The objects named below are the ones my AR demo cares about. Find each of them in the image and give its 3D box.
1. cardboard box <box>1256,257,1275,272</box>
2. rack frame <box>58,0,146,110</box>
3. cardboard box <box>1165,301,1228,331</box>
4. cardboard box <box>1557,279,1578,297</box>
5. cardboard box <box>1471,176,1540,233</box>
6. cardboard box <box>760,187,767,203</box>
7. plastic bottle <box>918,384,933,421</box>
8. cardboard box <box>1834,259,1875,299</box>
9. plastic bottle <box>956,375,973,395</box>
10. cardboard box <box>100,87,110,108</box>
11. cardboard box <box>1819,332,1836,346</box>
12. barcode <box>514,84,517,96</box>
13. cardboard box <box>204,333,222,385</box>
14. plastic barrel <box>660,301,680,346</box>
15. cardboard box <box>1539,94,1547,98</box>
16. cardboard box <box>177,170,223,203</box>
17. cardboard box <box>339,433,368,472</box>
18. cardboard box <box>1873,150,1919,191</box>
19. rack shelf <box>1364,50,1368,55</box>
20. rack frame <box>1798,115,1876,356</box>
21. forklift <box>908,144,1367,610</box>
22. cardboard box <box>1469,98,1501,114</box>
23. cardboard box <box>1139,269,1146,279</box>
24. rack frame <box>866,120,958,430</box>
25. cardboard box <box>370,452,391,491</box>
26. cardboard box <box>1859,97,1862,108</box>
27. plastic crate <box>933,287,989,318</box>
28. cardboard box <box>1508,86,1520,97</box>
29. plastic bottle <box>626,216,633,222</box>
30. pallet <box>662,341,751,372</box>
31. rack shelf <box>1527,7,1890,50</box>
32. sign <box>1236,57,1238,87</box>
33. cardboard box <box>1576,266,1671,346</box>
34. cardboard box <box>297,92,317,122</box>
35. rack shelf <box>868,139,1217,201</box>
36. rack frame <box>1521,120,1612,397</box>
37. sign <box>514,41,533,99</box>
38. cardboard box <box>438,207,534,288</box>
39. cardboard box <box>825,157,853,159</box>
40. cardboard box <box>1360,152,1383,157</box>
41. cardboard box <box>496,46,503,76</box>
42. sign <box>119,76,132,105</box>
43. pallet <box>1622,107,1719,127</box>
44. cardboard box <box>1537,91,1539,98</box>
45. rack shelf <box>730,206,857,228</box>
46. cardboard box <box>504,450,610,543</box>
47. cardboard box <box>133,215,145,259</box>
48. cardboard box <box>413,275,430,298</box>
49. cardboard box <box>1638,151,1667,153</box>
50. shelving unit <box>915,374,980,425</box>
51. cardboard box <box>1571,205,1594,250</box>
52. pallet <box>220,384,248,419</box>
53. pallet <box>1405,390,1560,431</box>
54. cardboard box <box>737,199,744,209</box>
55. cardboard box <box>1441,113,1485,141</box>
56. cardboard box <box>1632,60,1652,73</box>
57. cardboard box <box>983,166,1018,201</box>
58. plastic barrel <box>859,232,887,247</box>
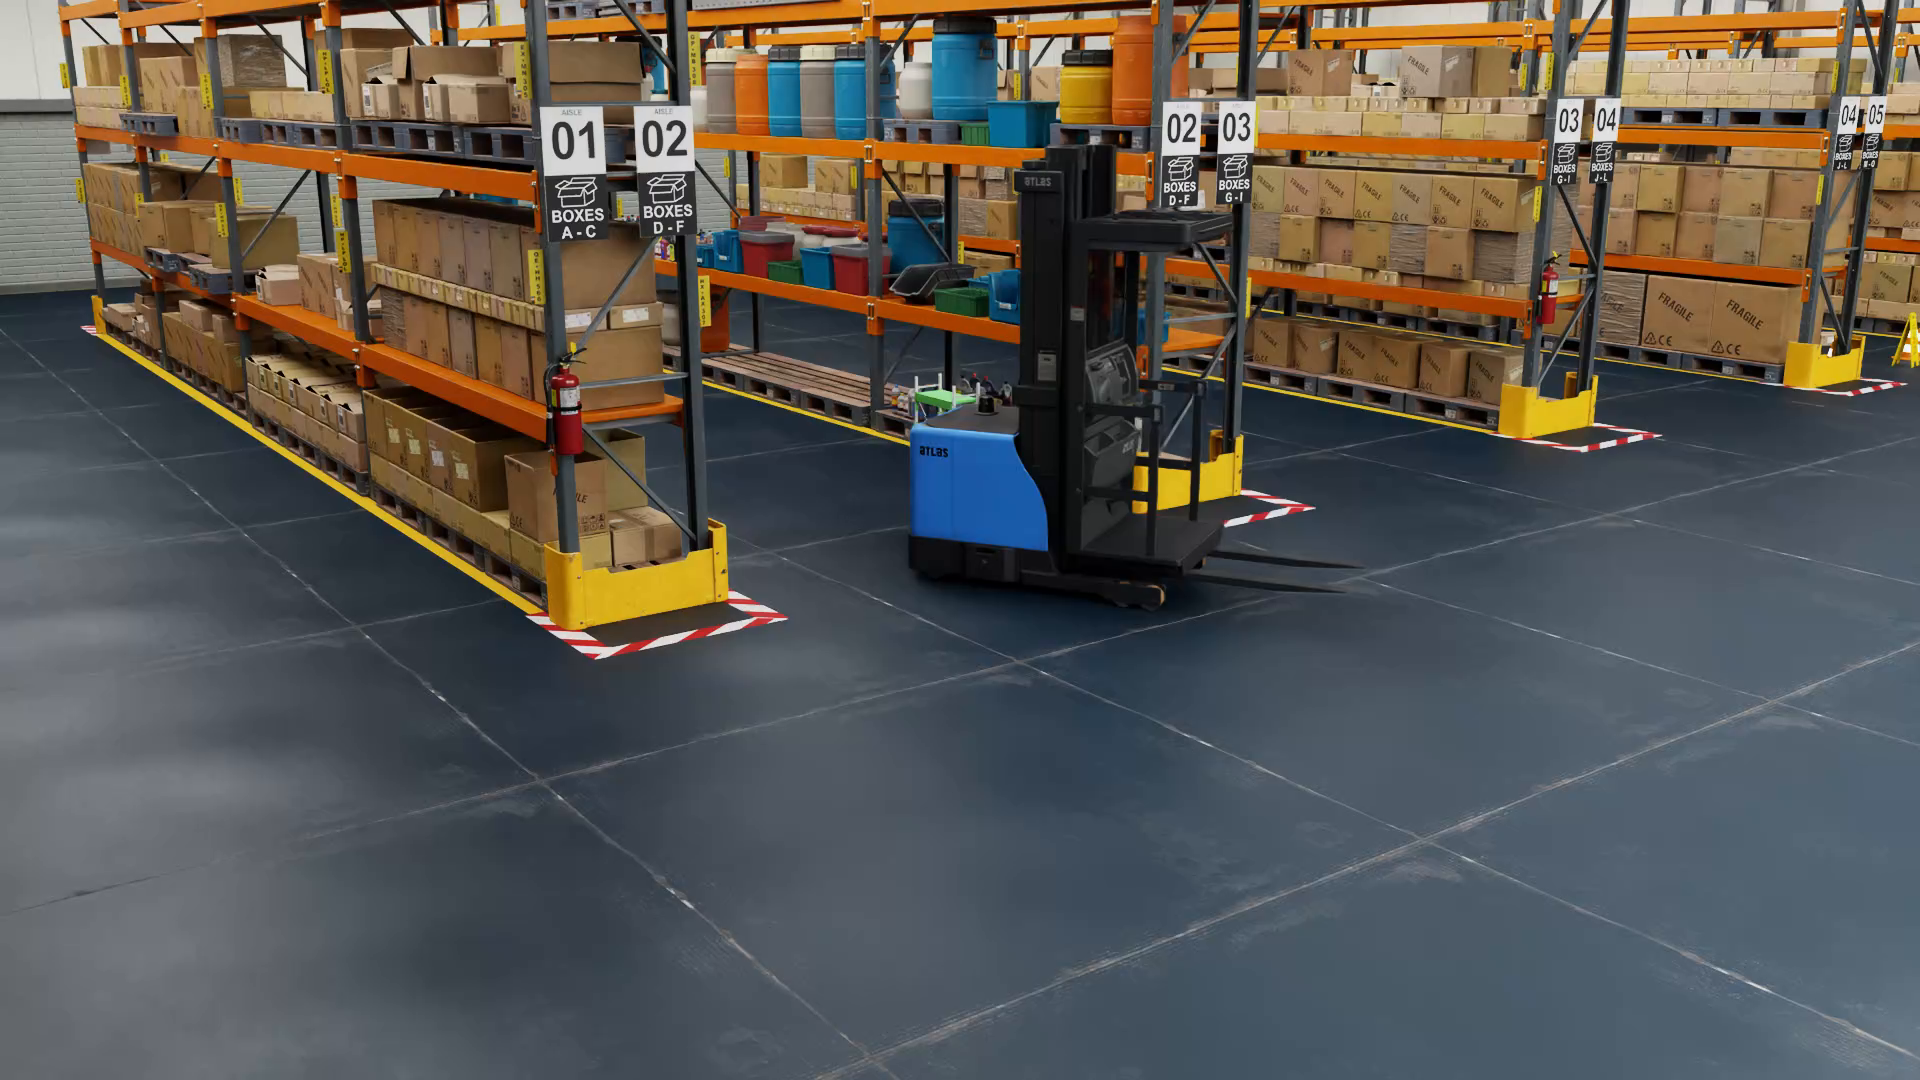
[{"bbox_3d":[3.571,-3.123,18.782,0.380,0.149,0.250,-11,19,-35],"label":"cardboard box"},{"bbox_3d":[-11.520,-7.312,22.244,1.000,3.000,0.127,-11,19,-35],"label":"rack frame"},{"bbox_3d":[2.943,-2.638,20.435,0.700,0.500,0.500,-11,19,-35],"label":"cardboard box"},{"bbox_3d":[5.929,-2.515,16.559,0.380,0.149,0.250,-11,19,-35],"label":"cardboard box"},{"bbox_3d":[5.380,-3.291,16.273,0.500,0.500,0.500,-11,19,-35],"label":"cardboard box"},{"bbox_3d":[-3.130,-5.772,27.703,0.500,0.250,0.500,-11,19,-35],"label":"cardboard box"},{"bbox_3d":[-0.316,-1.322,15.907,0.144,0.351,0.185,-10,18,-33],"label":"plastic bottle"},{"bbox_3d":[12.637,-3.665,23.277,0.500,0.500,0.500,-11,19,-36],"label":"cardboard box"},{"bbox_3d":[0.040,-1.443,16.351,0.144,0.351,0.185,-11,19,-35],"label":"plastic bottle"},{"bbox_3d":[-10.257,-5.456,20.482,0.500,0.250,0.500,-11,19,-35],"label":"cardboard box"},{"bbox_3d":[11.515,-2.668,22.041,0.380,0.149,0.250,-2,15,-6],"label":"cardboard box"},{"bbox_3d":[-2.680,-2.718,10.043,0.001,0.075,0.075,-11,19,-35],"label":"barcode"},{"bbox_3d":[-7.860,-1.990,18.067,0.500,0.500,0.500,-12,19,-37],"label":"cardboard box"},{"bbox_3d":[-3.513,-2.689,20.636,0.421,0.512,0.421,0,15,0],"label":"plastic barrel"},{"bbox_3d":[7.562,-5.587,21.115,0.380,0.149,0.250,-11,19,-35],"label":"cardboard box"},{"bbox_3d":[-9.217,-4.239,20.298,0.500,0.500,0.500,-10,18,-33],"label":"cardboard box"},{"bbox_3d":[-4.942,-0.776,14.141,0.500,0.250,0.500,-11,19,-35],"label":"cardboard box"},{"bbox_3d":[12.768,-5.028,22.618,0.700,0.500,0.500,-11,19,-35],"label":"cardboard box"},{"bbox_3d":[9.700,-10.382,34.833,1.077,0.370,4.000,-11,19,-35],"label":"rack shelf"},{"bbox_3d":[9.975,-3.287,18.903,1.000,3.000,0.127,-11,19,-35],"label":"rack frame"},{"bbox_3d":[1.203,-1.113,11.089,3.031,2.935,1.130,7,17,23],"label":"forklift"},{"bbox_3d":[5.180,-4.231,16.200,0.380,0.149,0.250,-12,19,-37],"label":"cardboard box"},{"bbox_3d":[3.139,-4.647,27.812,0.500,0.500,0.500,-10,18,-32],"label":"cardboard box"},{"bbox_3d":[-0.455,-2.624,16.480,1.000,3.000,0.127,-11,19,-35],"label":"rack frame"},{"bbox_3d":[-4.436,-0.586,13.448,0.500,0.250,0.500,-11,19,-35],"label":"cardboard box"},{"bbox_3d":[10.032,-4.986,18.920,0.380,0.149,0.250,-11,19,-34],"label":"cardboard box"},{"bbox_3d":[0.115,-2.188,15.289,0.450,0.188,0.662,-11,19,-35],"label":"plastic crate"},{"bbox_3d":[7.078,-5.892,22.039,0.500,0.250,0.500,-11,19,-34],"label":"cardboard box"},{"bbox_3d":[-4.362,-4.101,21.971,0.144,0.351,0.185,-11,19,-35],"label":"plastic bottle"},{"bbox_3d":[-3.304,-2.295,20.561,1.003,0.211,1.213,-11,19,-35],"label":"pallet"},{"bbox_3d":[8.799,-6.067,19.819,1.077,0.370,4.000,-11,19,-35],"label":"rack shelf"},{"bbox_3d":[3.105,-5.192,18.455,0.100,0.325,0.005,-11,19,-35],"label":"sign"},{"bbox_3d":[8.469,-2.982,21.017,0.875,0.875,0.875,-11,19,-34],"label":"cardboard box"},{"bbox_3d":[-5.539,-3.850,14.769,0.500,0.250,0.500,-13,20,-39],"label":"cardboard box"},{"bbox_3d":[0.721,-3.296,14.619,1.077,0.370,4.000,-11,19,-35],"label":"rack shelf"},{"bbox_3d":[5.903,-2.538,16.168,1.000,3.000,0.127,-11,19,-35],"label":"rack frame"},{"bbox_3d":[-2.559,-2.756,9.754,0.100,0.325,0.005,-11,19,-35],"label":"sign"},{"bbox_3d":[-3.313,-2.114,11.972,0.700,0.500,0.500,-11,19,-34],"label":"cardboard box"},{"bbox_3d":[-1.820,-5.892,26.723,0.500,0.500,0.500,-12,19,-36],"label":"cardboard box"},{"bbox_3d":[7.504,-6.819,29.725,0.500,0.500,0.500,-11,19,-36],"label":"cardboard box"},{"bbox_3d":[-2.867,-3.164,11.521,0.500,0.500,0.500,-11,19,-35],"label":"cardboard box"},{"bbox_3d":[-9.602,-5.174,19.138,0.100,0.325,0.005,-11,19,-35],"label":"sign"},{"bbox_3d":[8.809,-5.108,20.044,1.003,0.211,1.213,-11,19,-35],"label":"pallet"},{"bbox_3d":[11.333,-8.643,32.283,0.380,0.149,0.250,-11,19,-35],"label":"cardboard box"},{"bbox_3d":[-2.328,-5.181,27.186,1.077,0.370,4.000,-11,19,-35],"label":"rack shelf"},{"bbox_3d":[-2.668,-0.308,11.012,0.500,0.500,0.500,-11,19,-35],"label":"cardboard box"},{"bbox_3d":[-9.669,-3.679,20.147,0.500,0.500,0.500,-10,18,-34],"label":"cardboard box"},{"bbox_3d":[-3.861,-1.911,12.459,0.380,0.149,0.250,-12,19,-36],"label":"cardboard box"},{"bbox_3d":[10.855,-6.009,26.072,0.380,0.149,0.250,-10,18,-31],"label":"cardboard box"},{"bbox_3d":[-0.099,-0.615,12.549,0.258,1.200,0.503,-11,19,-34],"label":"shelving unit"},{"bbox_3d":[8.191,-4.022,21.306,0.875,0.550,0.550,-11,19,-35],"label":"cardboard box"},{"bbox_3d":[-7.224,-1.530,17.767,1.003,0.211,1.213,-11,19,-35],"label":"pallet"},{"bbox_3d":[5.409,-1.389,17.250,1.003,0.211,1.213,-11,19,-35],"label":"pallet"},{"bbox_3d":[-3.563,-5.707,28.221,0.380,0.149,0.250,-11,19,-34],"label":"cardboard box"},{"bbox_3d":[5.118,-4.083,16.412,0.500,0.250,0.500,-11,19,-34],"label":"cardboard box"},{"bbox_3d":[8.311,-5.700,20.018,0.380,0.149,0.250,-11,19,-35],"label":"cardboard box"},{"bbox_3d":[0.783,-4.937,22.844,0.797,0.503,0.637,-10,18,-33],"label":"cardboard box"},{"bbox_3d":[-0.840,-2.928,17.333,0.433,0.535,0.433,0,15,0],"label":"plastic barrel"}]
